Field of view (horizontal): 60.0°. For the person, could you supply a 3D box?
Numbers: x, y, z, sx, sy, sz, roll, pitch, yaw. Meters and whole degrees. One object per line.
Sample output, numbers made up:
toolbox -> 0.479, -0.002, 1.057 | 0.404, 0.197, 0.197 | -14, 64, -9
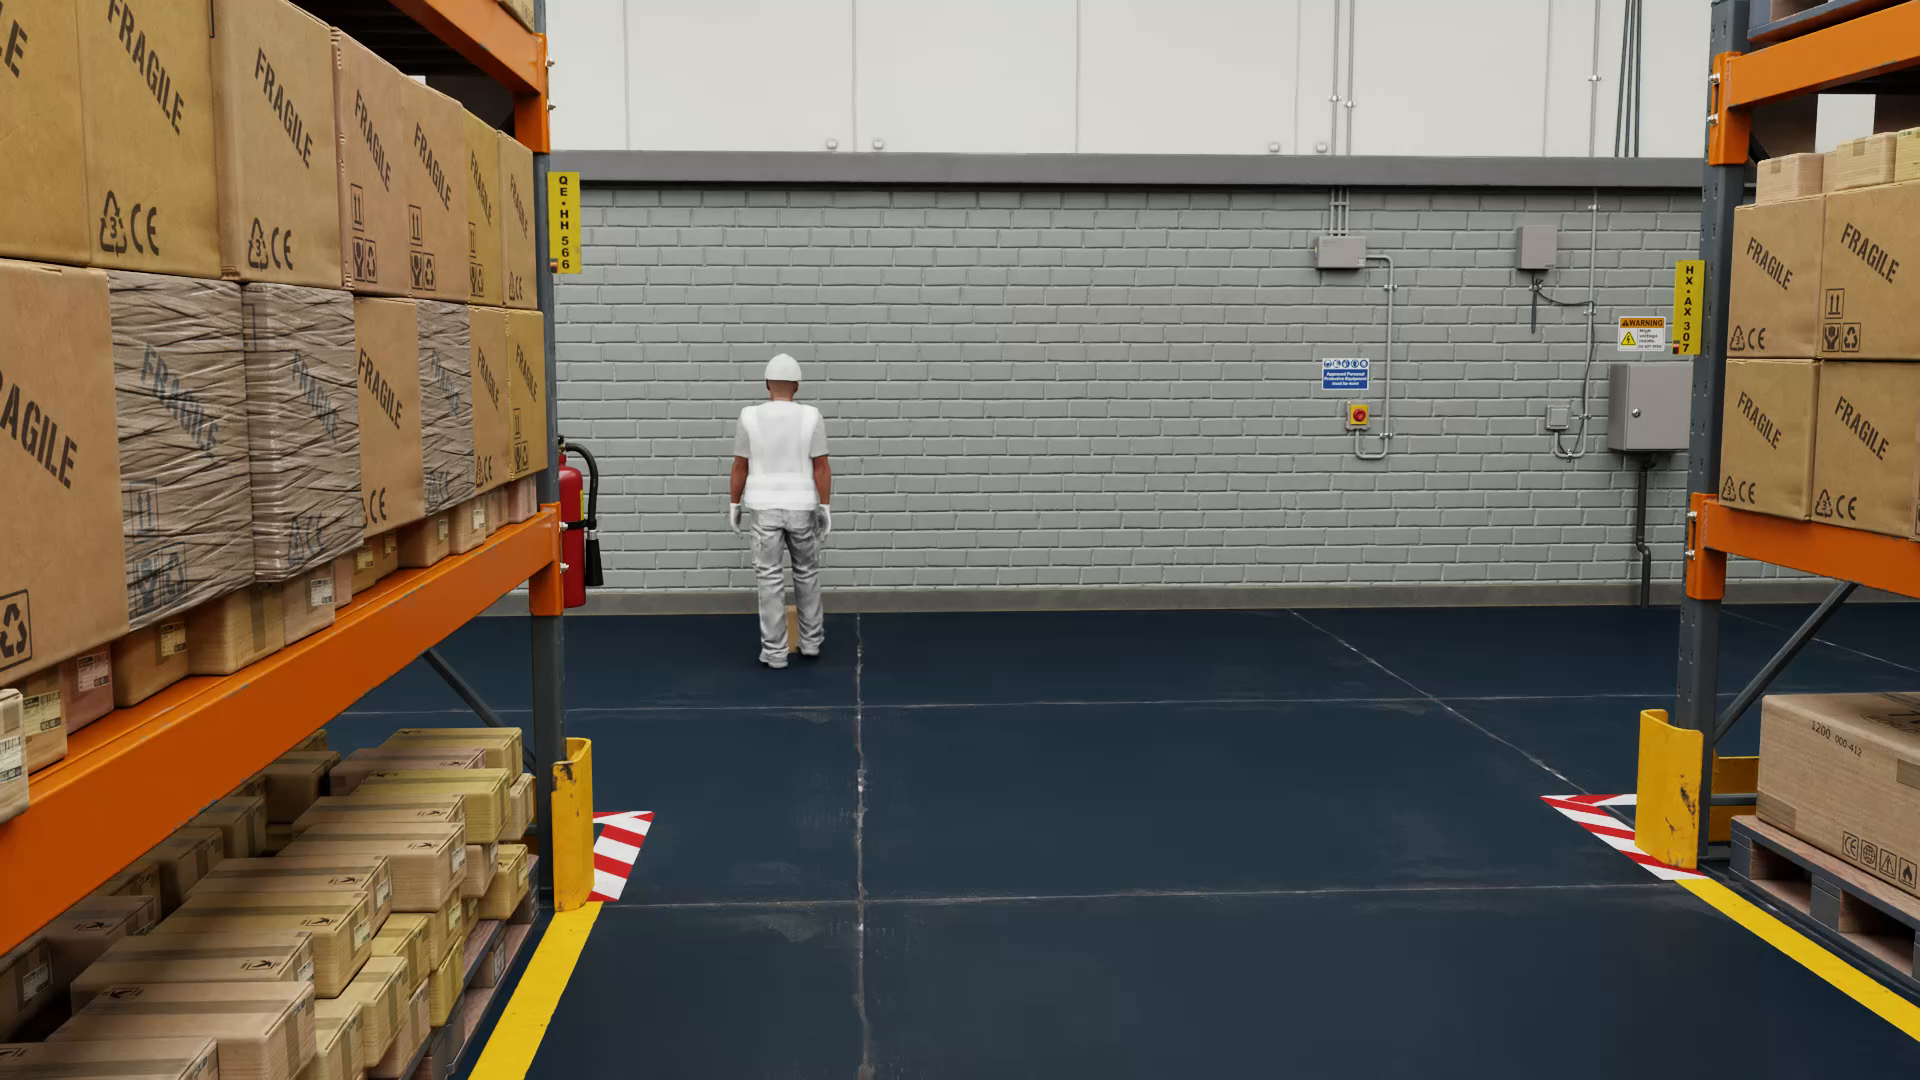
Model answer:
person -> -1.054, -0.188, 9.655 | 0.566, 1.779, 0.637 | -1, 7, -10
